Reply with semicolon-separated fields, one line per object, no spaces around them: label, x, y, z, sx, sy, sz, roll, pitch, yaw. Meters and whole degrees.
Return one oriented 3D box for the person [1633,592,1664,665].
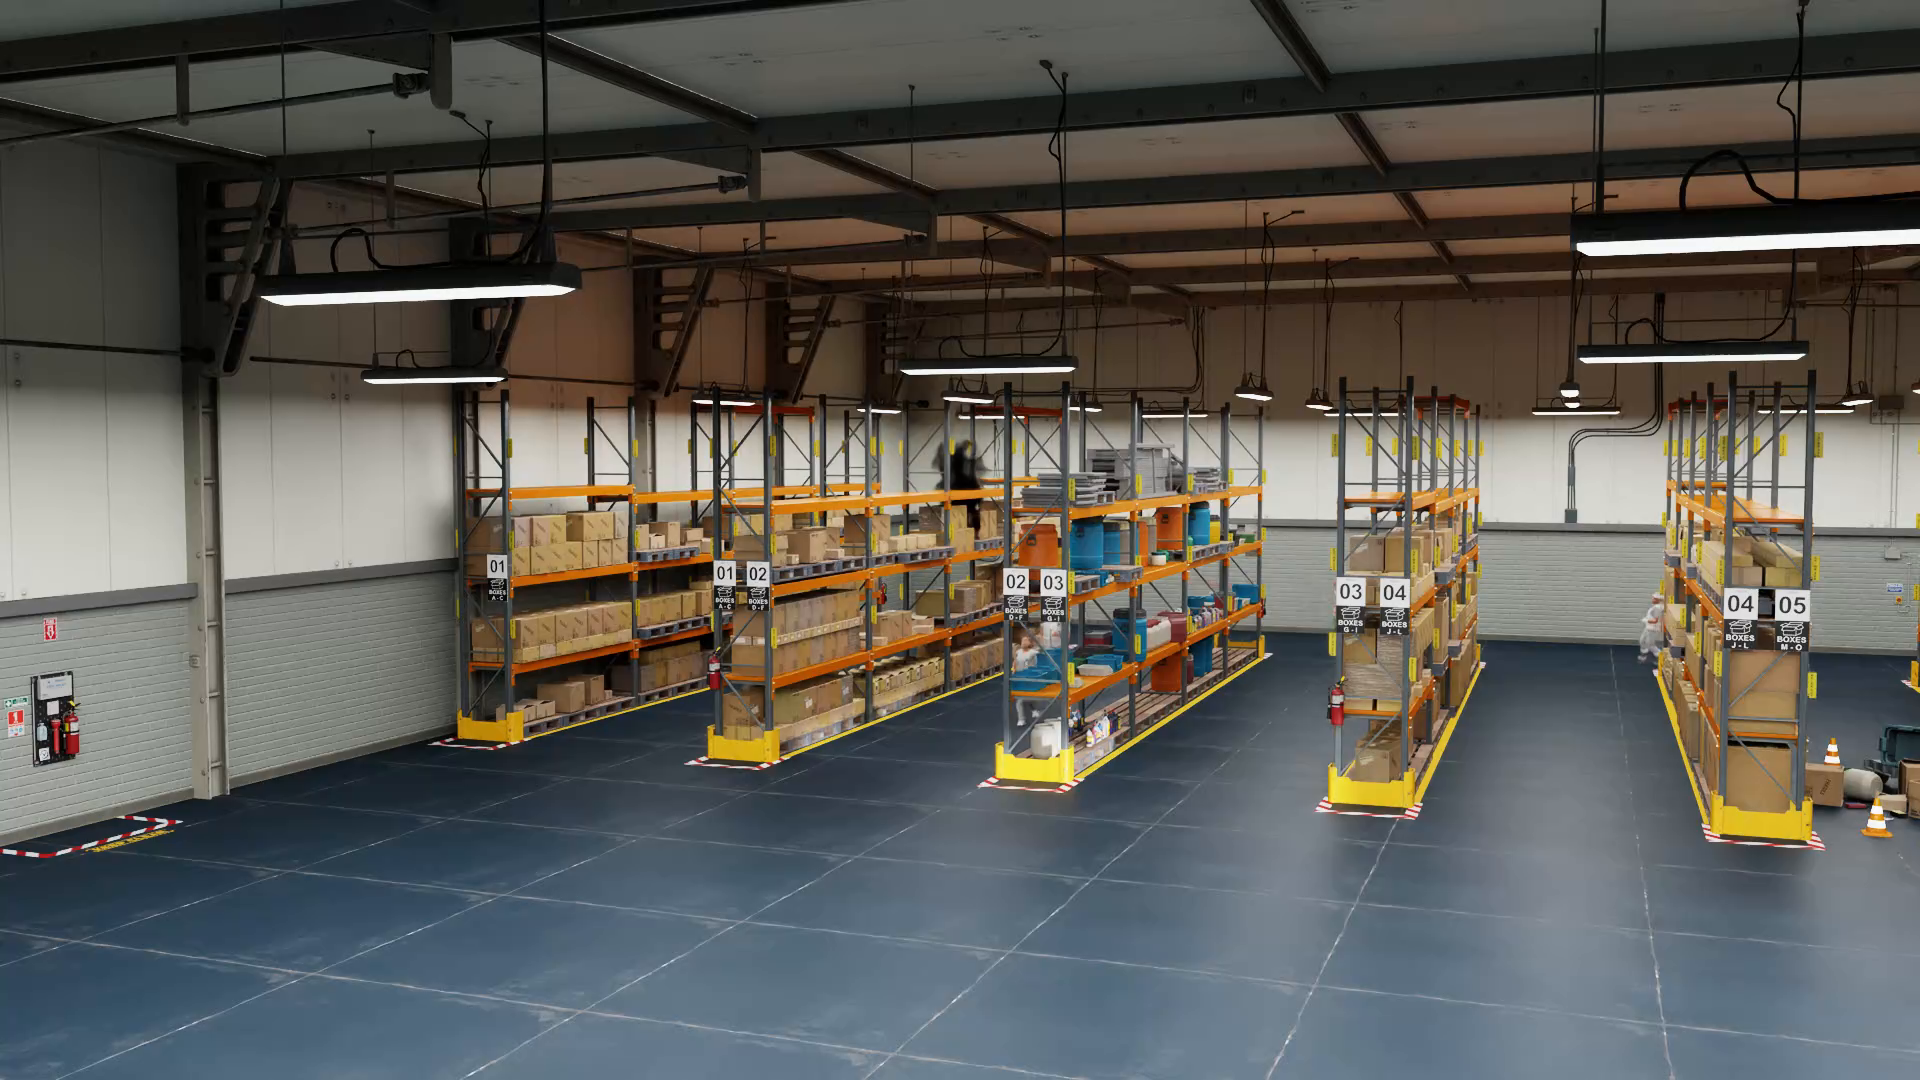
person;15.761;2.047;38.026;0.704;1.758;0.788;2;4;26

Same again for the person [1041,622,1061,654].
person;1.951;2.227;34.624;0.648;1.855;0.719;1;3;16

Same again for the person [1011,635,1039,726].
person;1.174;2.528;30.102;0.569;1.625;0.668;1;3;23

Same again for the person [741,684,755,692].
person;-3.916;2.440;31.262;0.672;1.705;0.703;1;3;14
